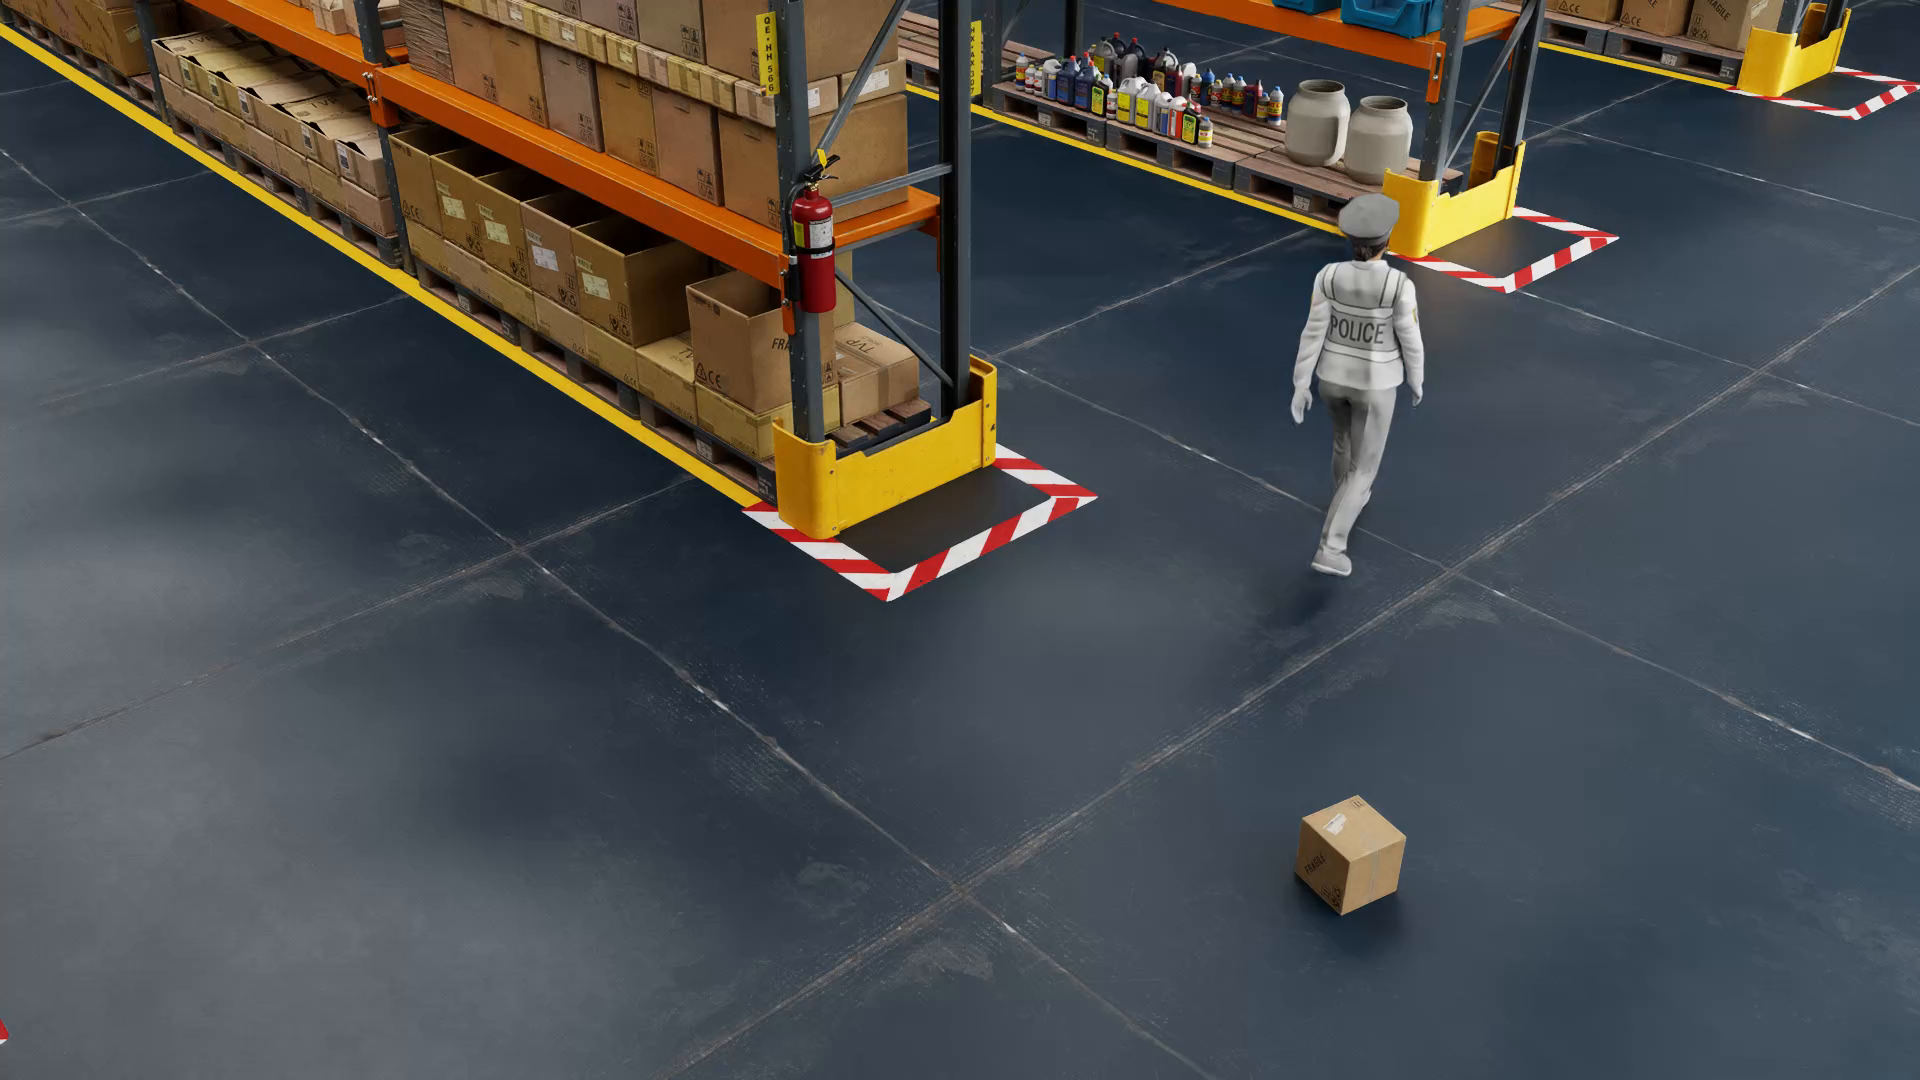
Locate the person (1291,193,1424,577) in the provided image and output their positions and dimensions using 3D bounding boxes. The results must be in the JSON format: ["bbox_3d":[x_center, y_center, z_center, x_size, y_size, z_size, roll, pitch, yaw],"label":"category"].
[{"bbox_3d":[1.715,-0.682,7.197,0.507,1.643,0.988,20,37,28],"label":"person"}]
